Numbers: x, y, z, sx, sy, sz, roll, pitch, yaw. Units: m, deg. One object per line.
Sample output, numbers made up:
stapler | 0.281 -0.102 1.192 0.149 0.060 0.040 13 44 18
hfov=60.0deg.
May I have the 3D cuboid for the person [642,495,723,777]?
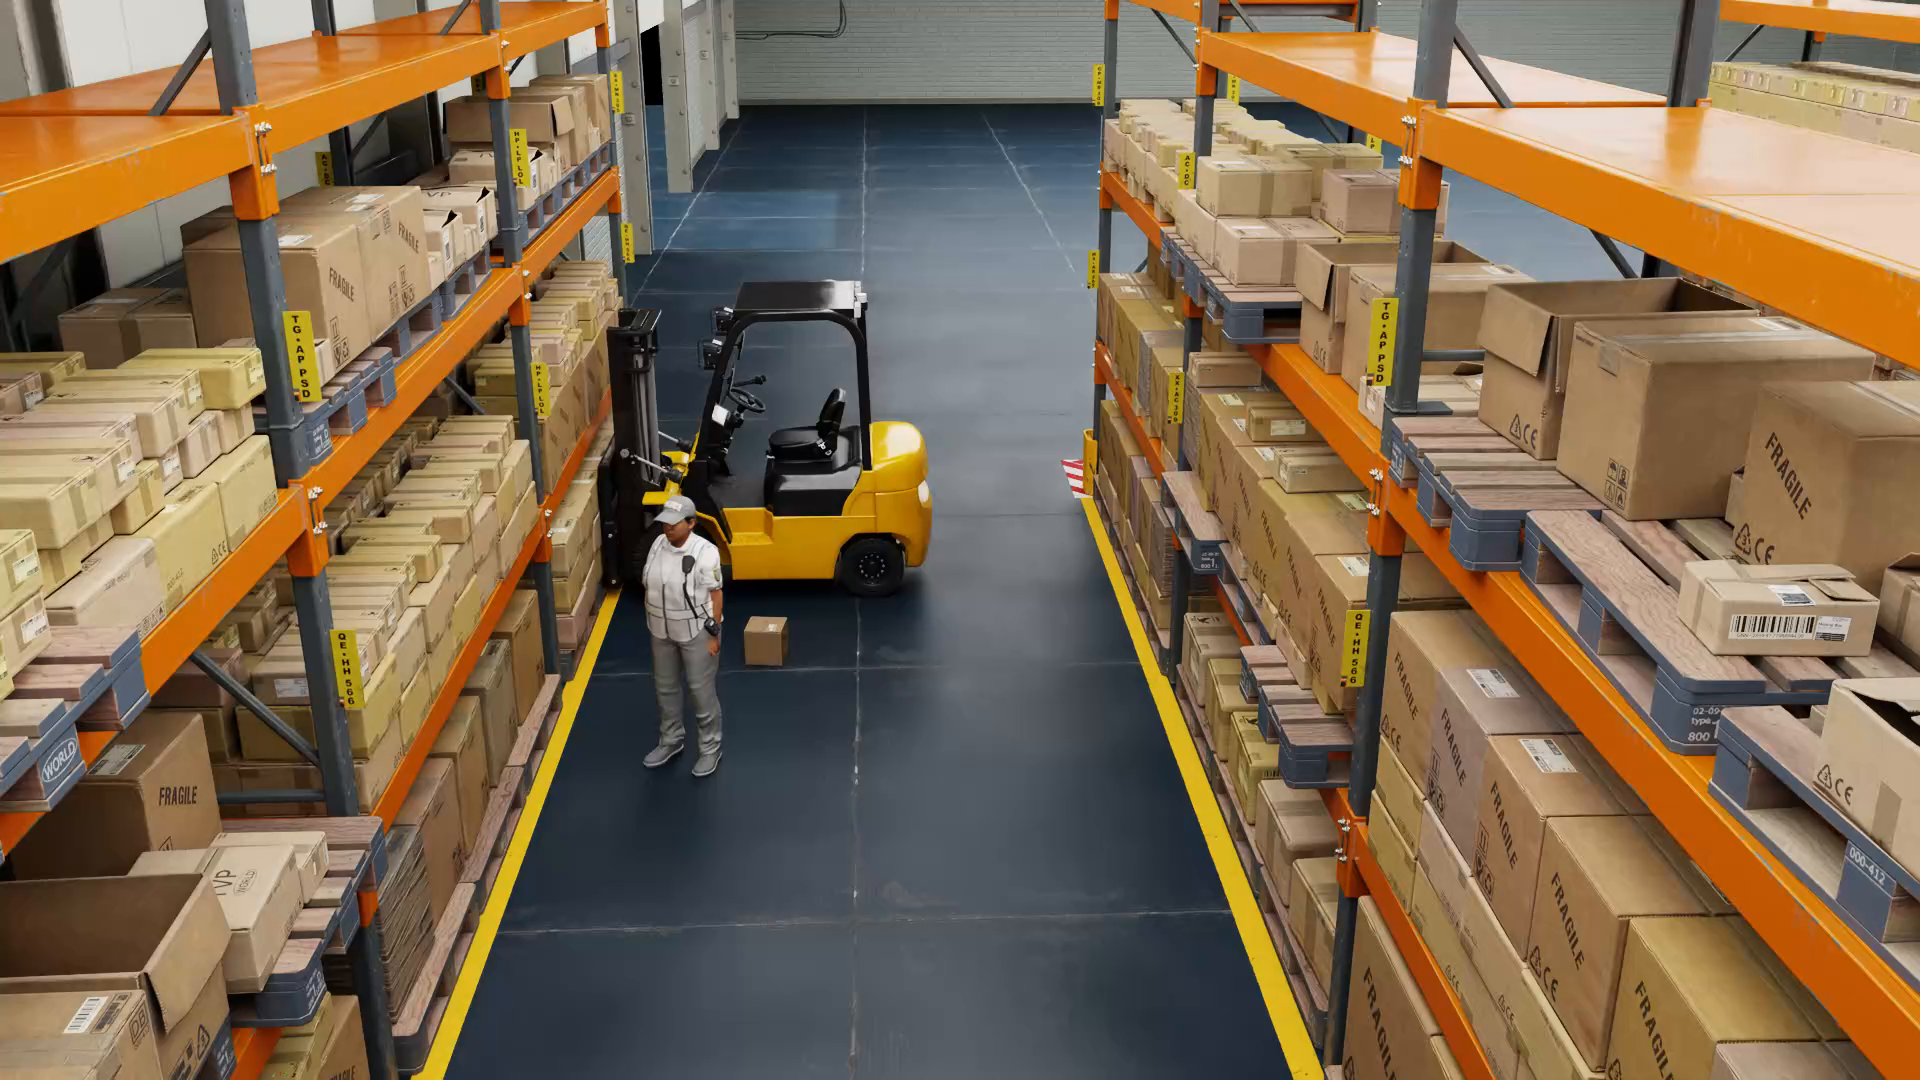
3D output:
person | -1.609 0.540 9.635 0.488 1.668 0.395 8 22 20
